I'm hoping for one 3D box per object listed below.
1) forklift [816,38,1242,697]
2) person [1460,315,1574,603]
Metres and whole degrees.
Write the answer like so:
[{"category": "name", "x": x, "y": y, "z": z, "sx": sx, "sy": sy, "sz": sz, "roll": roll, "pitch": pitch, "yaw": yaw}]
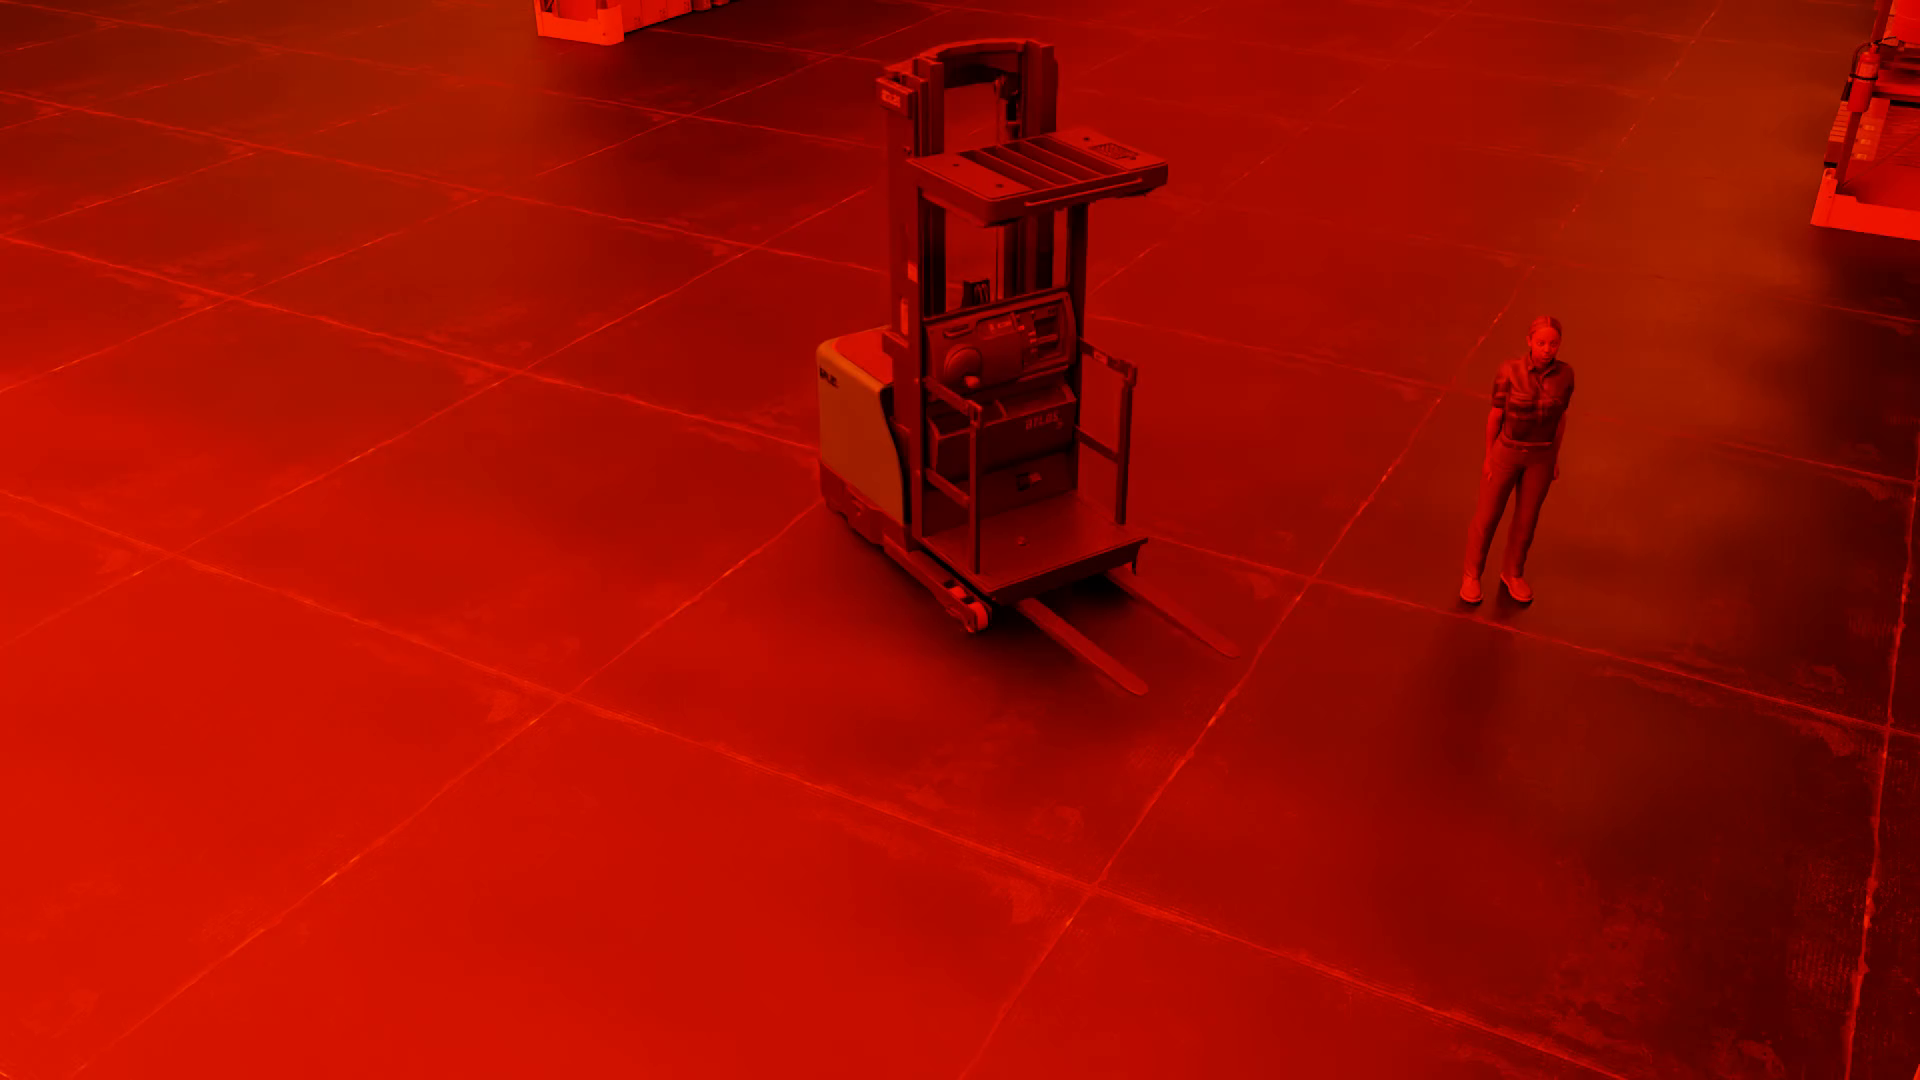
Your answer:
[{"category": "forklift", "x": 0.349, "y": -1.031, "z": 8.857, "sx": 1.130, "sy": 2.935, "sz": 3.031, "roll": -18, "pitch": 35, "yaw": -28}, {"category": "person", "x": 3.068, "y": -0.433, "z": 9.101, "sx": 0.451, "sy": 1.660, "sz": 0.339, "roll": 0, "pitch": 30, "yaw": 0}]
